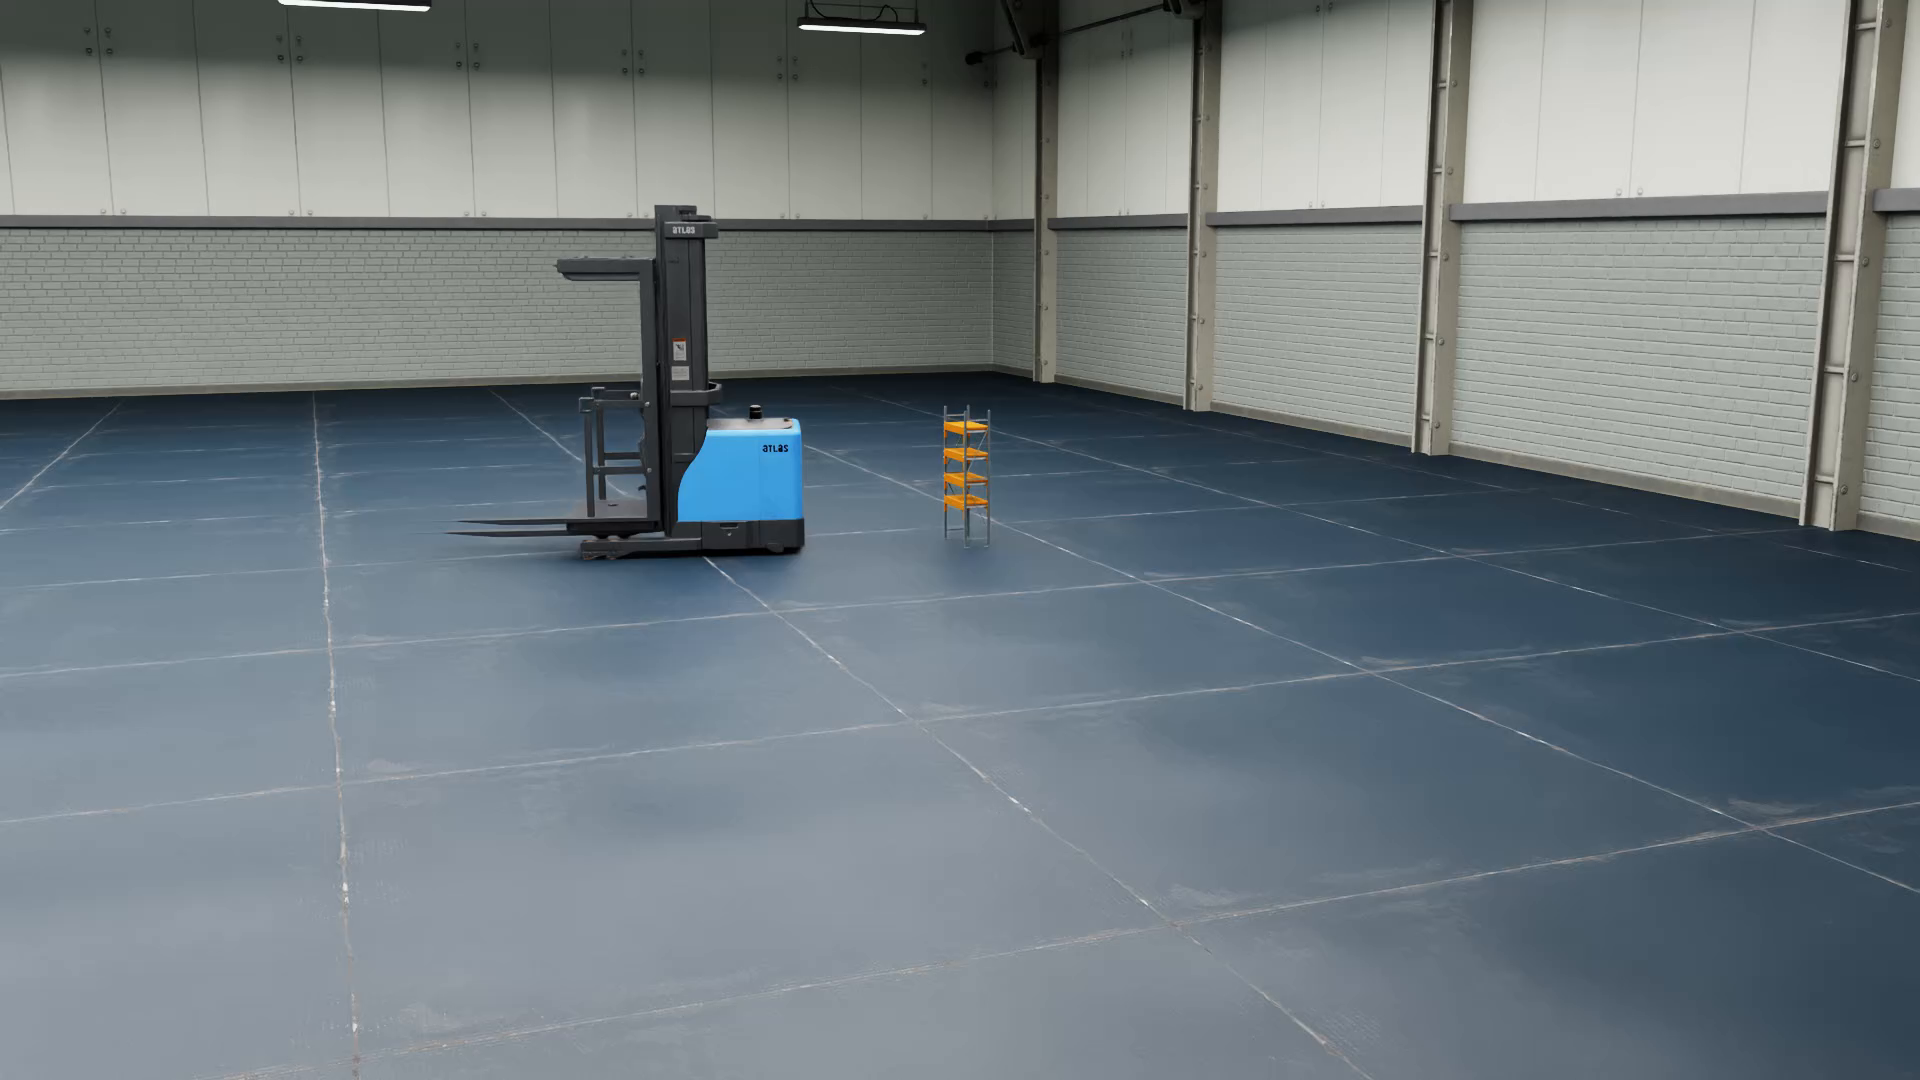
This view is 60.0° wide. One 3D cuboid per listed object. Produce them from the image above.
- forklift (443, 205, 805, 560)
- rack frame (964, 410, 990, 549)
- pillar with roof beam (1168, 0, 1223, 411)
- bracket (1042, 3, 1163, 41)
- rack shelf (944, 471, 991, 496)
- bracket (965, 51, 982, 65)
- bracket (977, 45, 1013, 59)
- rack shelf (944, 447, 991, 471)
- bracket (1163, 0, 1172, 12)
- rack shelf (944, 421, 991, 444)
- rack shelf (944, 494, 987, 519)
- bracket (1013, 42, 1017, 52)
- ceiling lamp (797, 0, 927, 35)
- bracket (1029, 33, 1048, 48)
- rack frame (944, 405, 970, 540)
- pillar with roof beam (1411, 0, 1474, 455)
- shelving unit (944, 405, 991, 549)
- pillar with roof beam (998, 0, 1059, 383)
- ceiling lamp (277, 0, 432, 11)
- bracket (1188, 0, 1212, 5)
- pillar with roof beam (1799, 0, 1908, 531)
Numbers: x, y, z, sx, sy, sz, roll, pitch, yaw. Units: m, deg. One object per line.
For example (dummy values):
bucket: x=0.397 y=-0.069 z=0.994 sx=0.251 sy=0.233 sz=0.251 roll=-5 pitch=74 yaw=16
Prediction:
forklift: x=-2.887 y=-1.373 z=14.272 sx=3.031 sy=2.935 sz=1.130 roll=-1 pitch=10 yaw=-6
rack frame: x=0.148 y=-0.524 z=14.439 sx=0.240 sy=1.200 sz=0.015 roll=-4 pitch=11 yaw=-21
pillar with roof beam: x=-0.208 y=-6.240 z=24.306 sx=9.100 sy=9.000 sz=0.548 roll=-4 pitch=11 yaw=-21
bracket: x=2.384 y=-8.754 z=28.160 sx=0.076 sy=0.066 sz=4.783 roll=-4 pitch=11 yaw=-21
rack shelf: x=0.060 y=-0.497 z=14.675 sx=0.258 sy=0.148 sz=0.480 roll=-4 pitch=11 yaw=-21
bracket: x=0.291 y=-9.697 z=33.461 sx=0.235 sy=0.232 sz=0.430 roll=-4 pitch=11 yaw=-21
bracket: x=0.505 y=-9.601 z=32.919 sx=0.076 sy=0.066 sz=3.189 roll=-4 pitch=11 yaw=-21
rack shelf: x=0.060 y=-0.718 z=14.636 sx=0.258 sy=0.148 sz=0.480 roll=-4 pitch=11 yaw=-21
bracket: x=3.324 y=-8.331 z=25.781 sx=0.235 sy=0.232 sz=0.430 roll=-4 pitch=11 yaw=-21
rack shelf: x=0.060 y=-0.951 z=14.594 sx=0.258 sy=0.148 sz=0.480 roll=-4 pitch=11 yaw=-21
rack shelf: x=0.060 y=-0.302 z=14.710 sx=0.258 sy=0.148 sz=0.480 roll=-4 pitch=11 yaw=-21
bracket: x=1.149 y=-9.310 z=31.286 sx=0.235 sy=0.232 sz=0.430 roll=-4 pitch=11 yaw=-21
ceiling lamp: x=-1.592 y=-9.421 z=25.521 sx=2.000 sy=3.185 sz=0.800 roll=-4 pitch=11 yaw=-21
bracket: x=1.450 y=-9.175 z=30.525 sx=0.235 sy=0.232 sz=0.430 roll=-4 pitch=11 yaw=-21
rack frame: x=-0.028 y=-0.604 z=14.887 sx=0.240 sy=1.200 sz=0.015 roll=-4 pitch=11 yaw=-21
pillar with roof beam: x=1.967 y=-5.261 z=18.800 sx=9.100 sy=9.000 sz=0.400 roll=-4 pitch=11 yaw=-21
shelving unit: x=0.060 y=-0.564 z=14.663 sx=0.258 sy=1.200 sz=0.503 roll=-4 pitch=11 yaw=-21
pillar with roof beam: x=-2.382 y=-7.219 z=29.811 sx=9.100 sy=9.000 sz=0.548 roll=-4 pitch=11 yaw=-21
ceiling lamp: x=-8.434 y=-8.955 z=22.902 sx=2.000 sy=3.185 sz=0.800 roll=-4 pitch=11 yaw=-21
bracket: x=3.624 y=-8.195 z=25.019 sx=0.235 sy=0.232 sz=0.430 roll=-4 pitch=11 yaw=-21
pillar with roof beam: x=4.141 y=-4.281 z=13.294 sx=9.100 sy=9.000 sz=0.400 roll=-4 pitch=11 yaw=-21
